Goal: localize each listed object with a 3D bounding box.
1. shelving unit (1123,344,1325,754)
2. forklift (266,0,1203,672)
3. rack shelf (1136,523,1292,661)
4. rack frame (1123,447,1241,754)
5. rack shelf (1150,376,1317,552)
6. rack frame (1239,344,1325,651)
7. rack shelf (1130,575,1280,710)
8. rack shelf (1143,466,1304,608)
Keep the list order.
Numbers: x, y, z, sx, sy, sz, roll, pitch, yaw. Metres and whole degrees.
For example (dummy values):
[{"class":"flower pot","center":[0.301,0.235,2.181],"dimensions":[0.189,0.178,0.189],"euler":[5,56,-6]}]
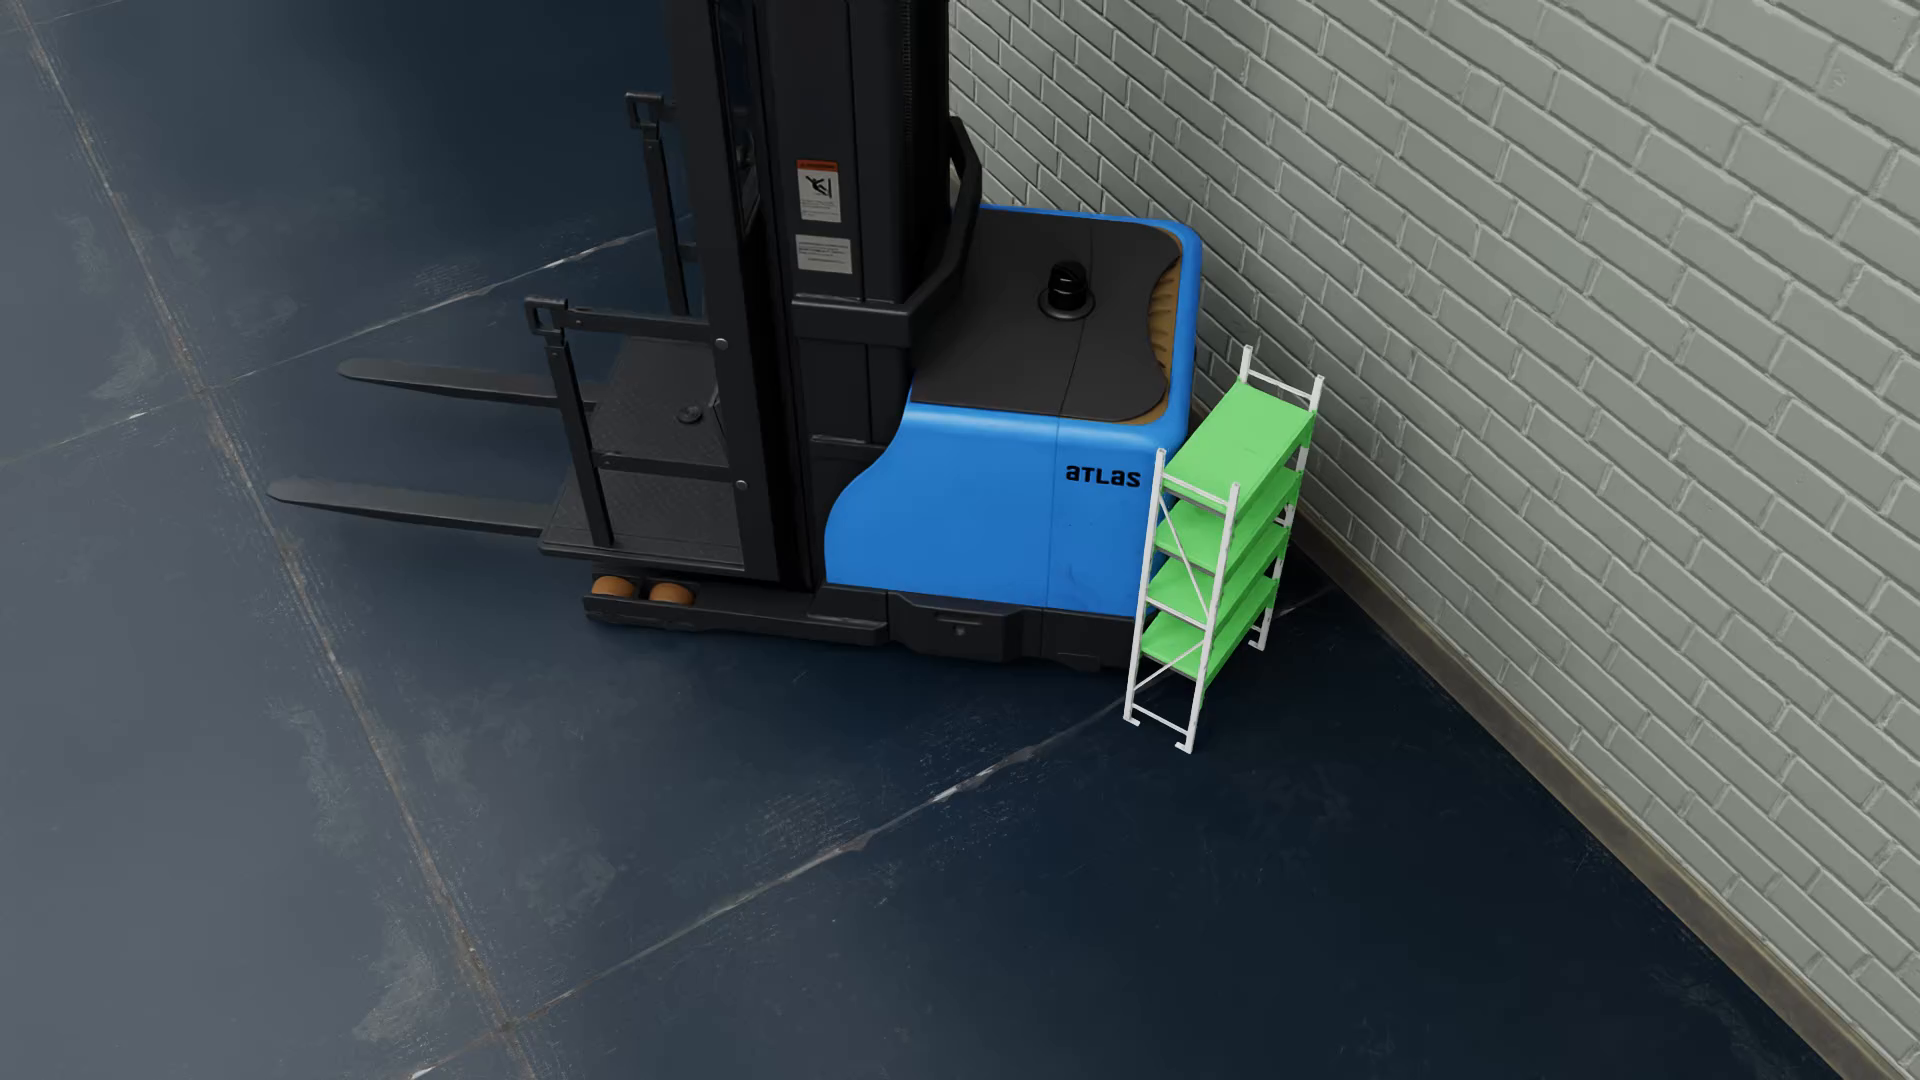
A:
[{"class":"shelving unit","center":[0.756,0.060,4.893],"dimensions":[0.258,1.200,0.503],"euler":[27,54,22]},{"class":"forklift","center":[-0.790,-1.062,4.733],"dimensions":[3.031,2.935,1.130],"euler":[6,49,6]},{"class":"rack shelf","center":[0.756,0.102,4.941],"dimensions":[0.258,0.148,0.480],"euler":[27,54,22]},{"class":"rack frame","center":[0.619,0.211,4.759],"dimensions":[0.240,1.200,0.015],"euler":[27,54,22]},{"class":"rack shelf","center":[0.756,-0.217,4.583],"dimensions":[0.258,0.148,0.480],"euler":[27,54,22]},{"class":"rack frame","center":[0.893,-0.091,5.028],"dimensions":[0.240,1.200,0.015],"euler":[27,54,22]},{"class":"rack shelf","center":[0.756,0.262,5.120],"dimensions":[0.258,0.148,0.480],"euler":[27,54,22]},{"class":"rack shelf","center":[0.756,-0.057,4.762],"dimensions":[0.258,0.148,0.480],"euler":[27,54,22]}]
